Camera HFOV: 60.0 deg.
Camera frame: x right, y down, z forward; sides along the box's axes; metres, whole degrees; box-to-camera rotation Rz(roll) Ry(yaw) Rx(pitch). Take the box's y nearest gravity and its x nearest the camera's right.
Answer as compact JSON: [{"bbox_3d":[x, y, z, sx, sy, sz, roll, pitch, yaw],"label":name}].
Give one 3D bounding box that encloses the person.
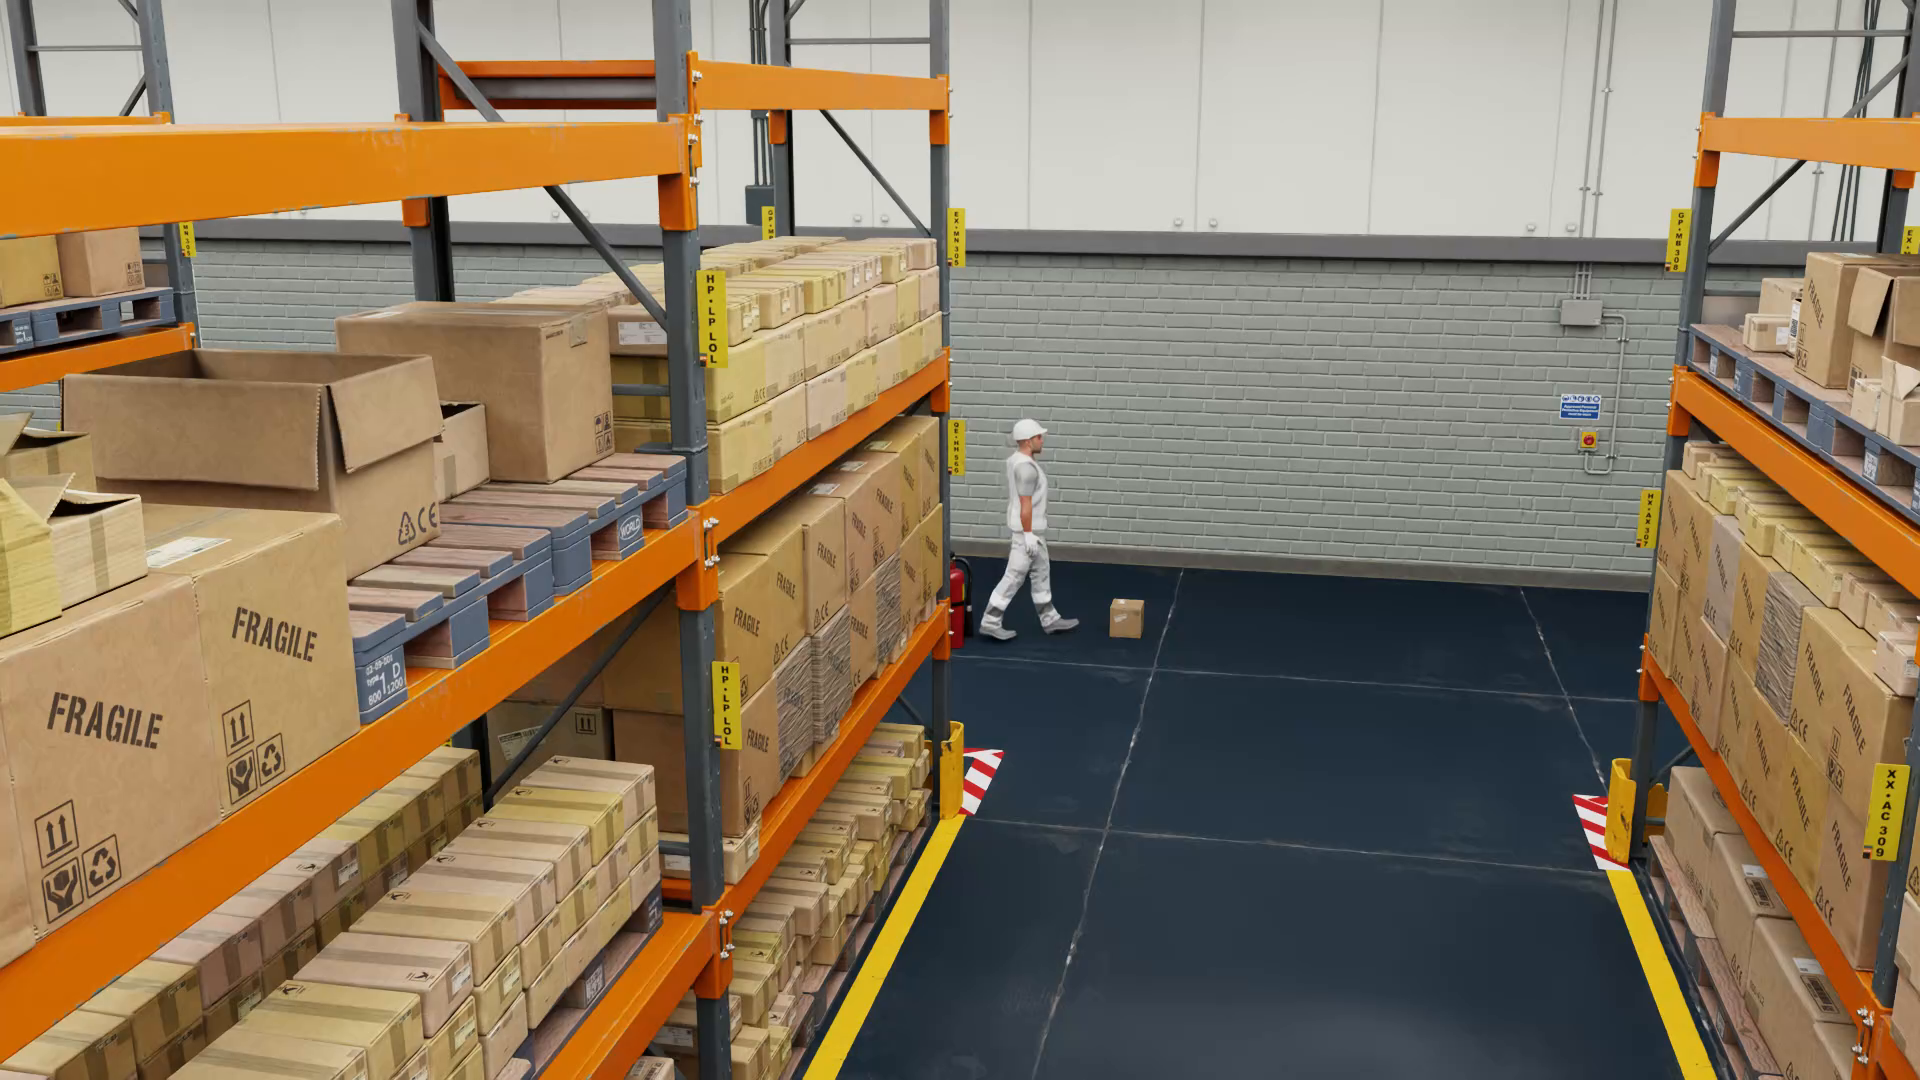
[{"bbox_3d":[0.566,-0.084,13.302,0.837,1.784,0.571,-1,15,-5],"label":"person"}]
